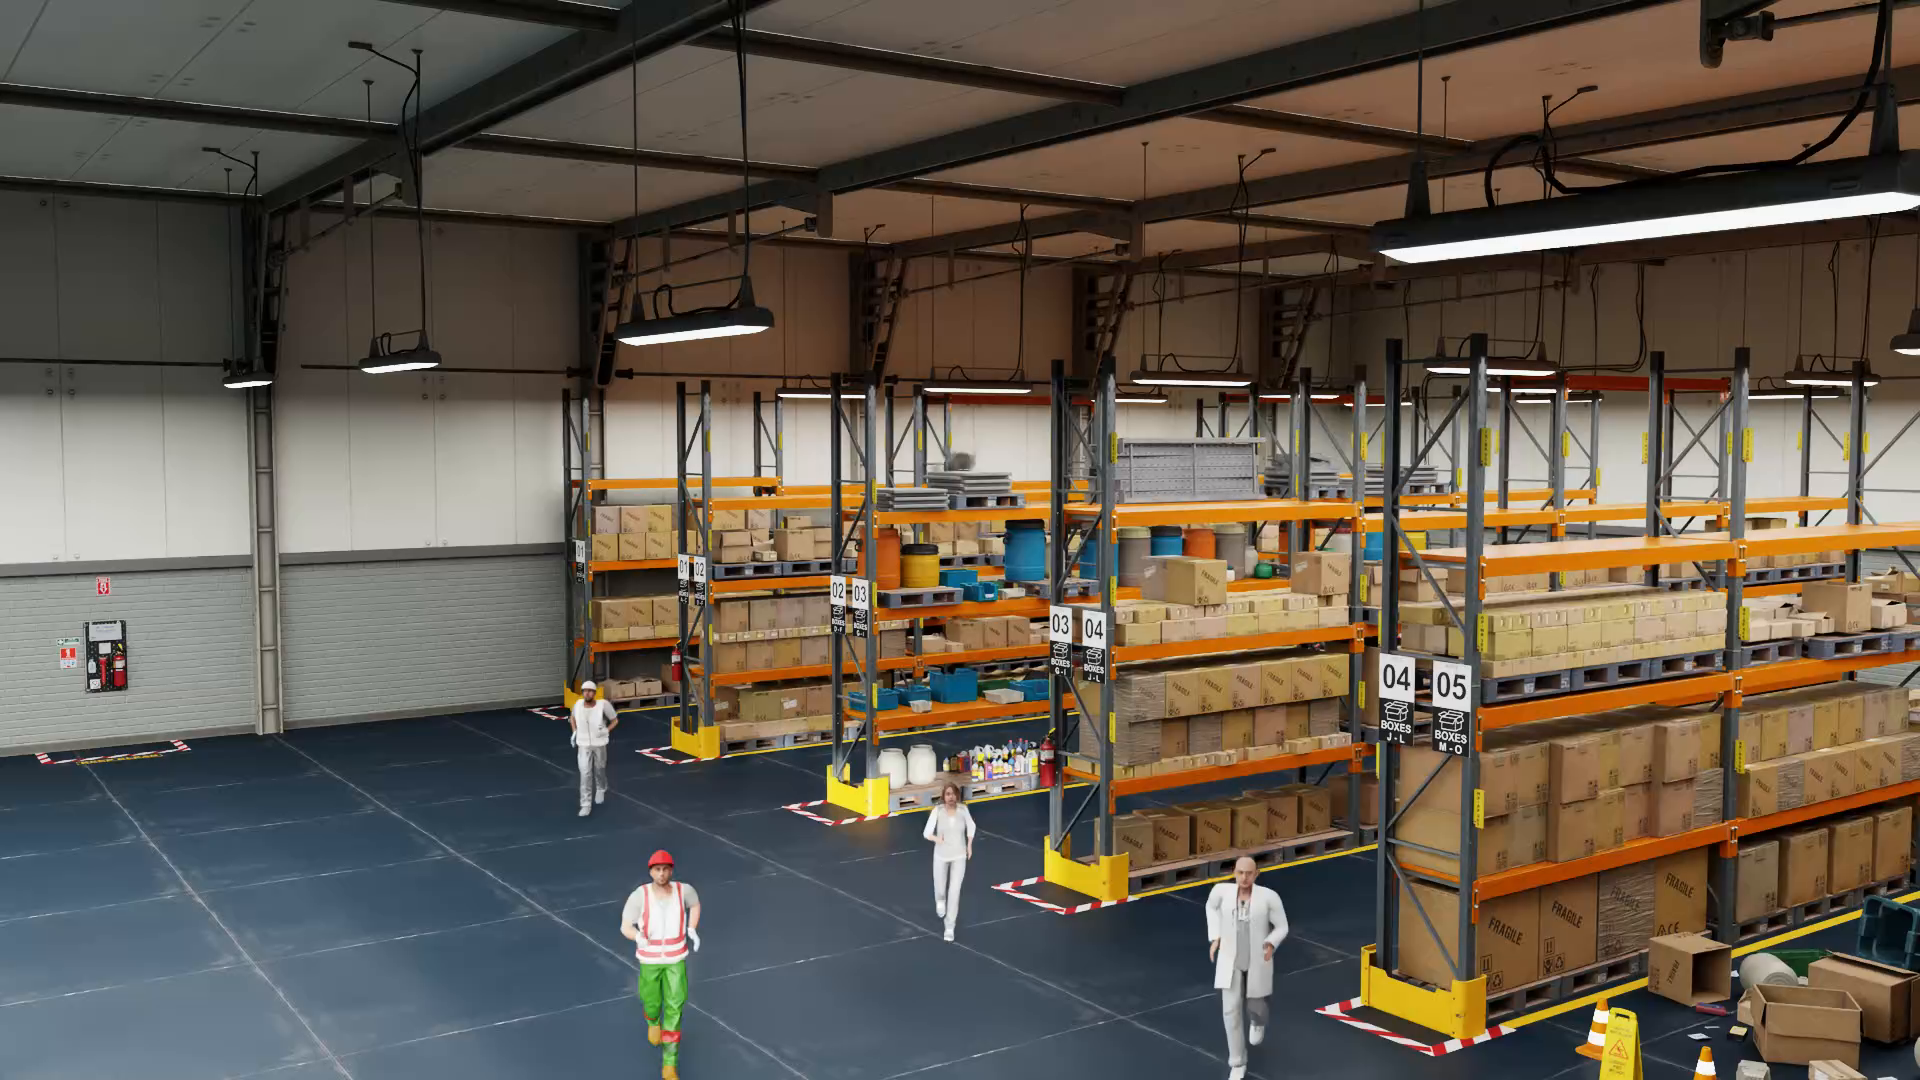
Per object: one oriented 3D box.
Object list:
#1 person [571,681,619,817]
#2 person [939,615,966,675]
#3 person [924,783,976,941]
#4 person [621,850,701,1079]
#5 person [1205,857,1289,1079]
[{"bbox_3d":[-4.976,2.787,22.620,0.673,1.776,0.962,0,4,-3],"label":"person"},{"bbox_3d":[-0.017,2.196,32.530,0.970,1.826,0.730,-3,5,-37],"label":"person"},{"bbox_3d":[-0.104,3.266,17.129,0.543,1.565,0.771,0,4,-3],"label":"person"},{"bbox_3d":[-2.402,3.388,13.437,0.654,1.776,0.985,-1,4,-14],"label":"person"},{"bbox_3d":[2.321,3.467,13.510,0.687,1.679,0.989,1,4,16],"label":"person"}]
